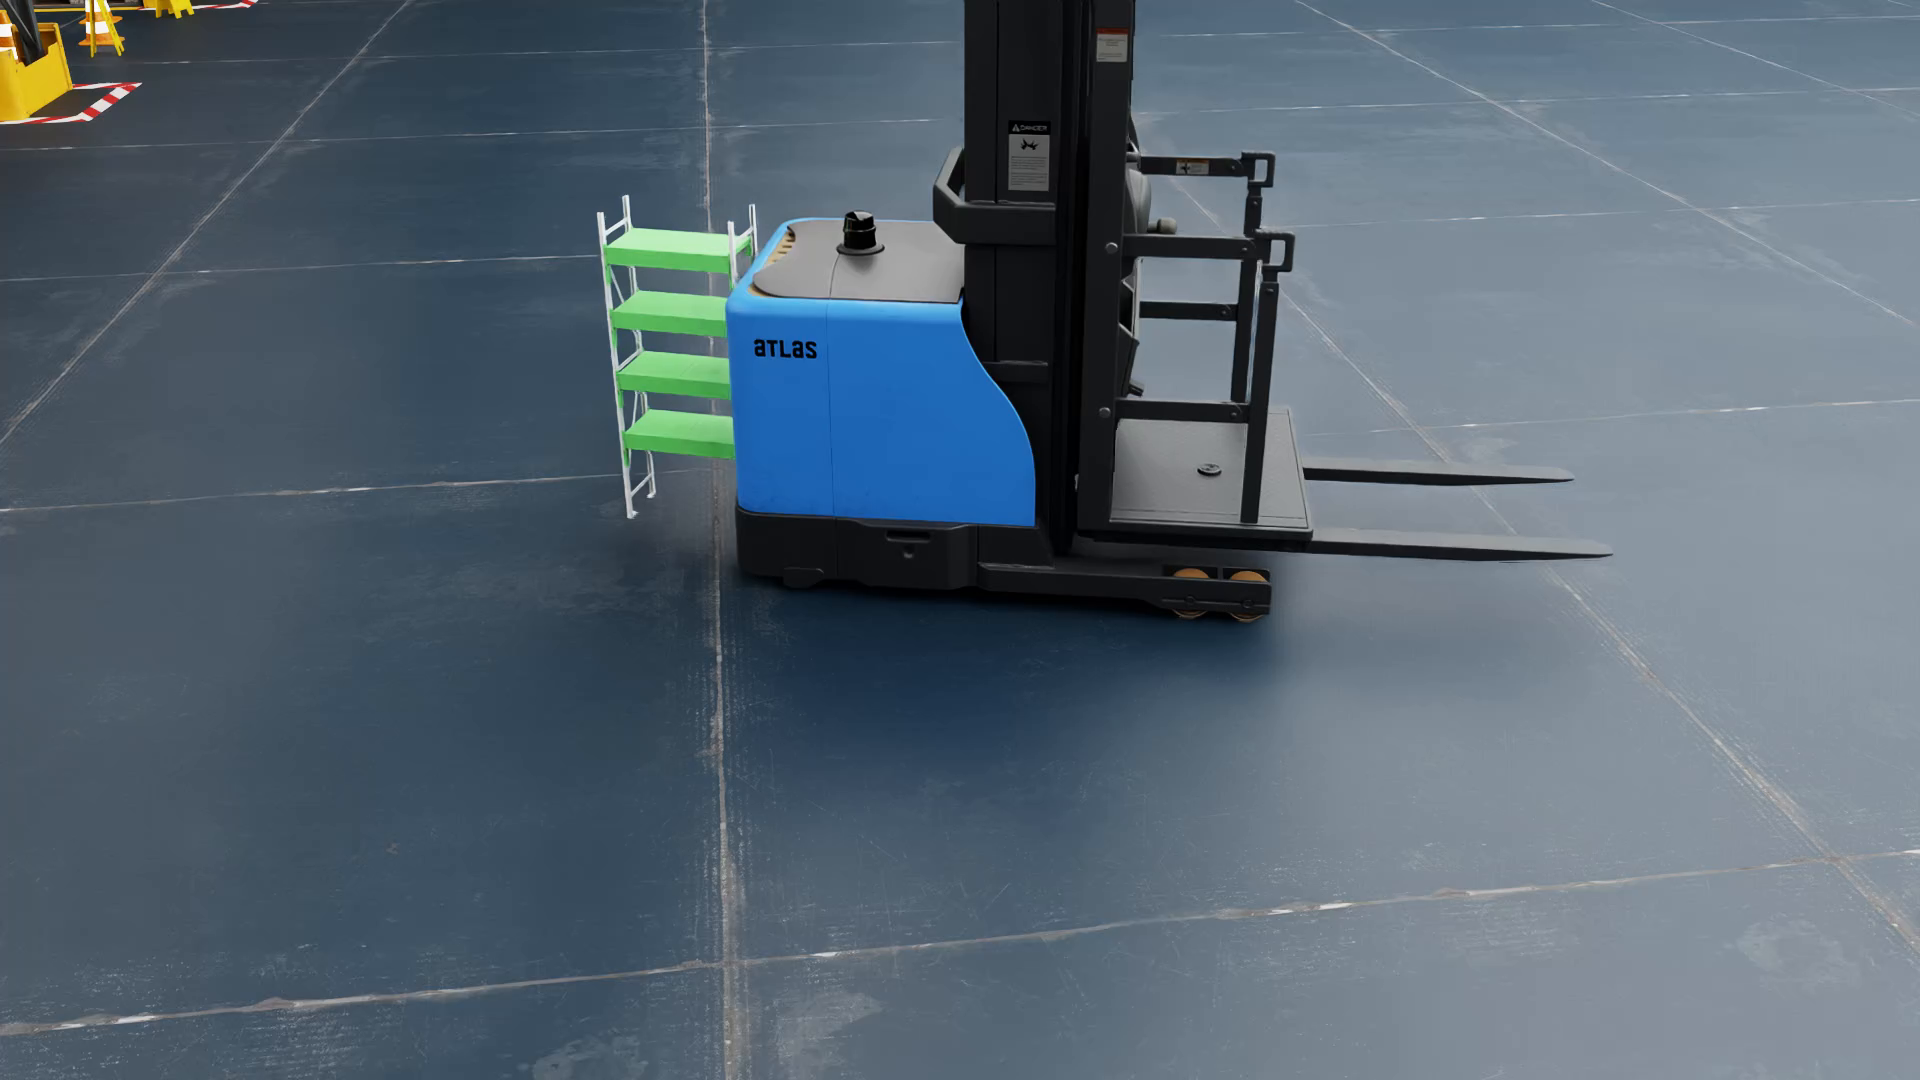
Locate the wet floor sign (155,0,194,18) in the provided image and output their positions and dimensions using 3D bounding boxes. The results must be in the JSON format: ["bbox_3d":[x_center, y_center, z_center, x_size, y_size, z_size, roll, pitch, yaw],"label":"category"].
[{"bbox_3d":[-7.651,-5.398,16.064,0.232,0.644,0.267,6,28,11],"label":"wet floor sign"}]

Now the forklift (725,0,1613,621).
[{"bbox_3d":[0.759,-1.283,5.540,3.031,2.935,1.130,3,27,5],"label":"forklift"}]

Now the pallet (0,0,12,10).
[{"bbox_3d":[-10.079,-5.560,16.855,1.213,0.211,1.003,-4,27,-7],"label":"pallet"}]

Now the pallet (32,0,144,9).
[{"bbox_3d":[-8.873,-5.636,17.003,1.213,0.211,1.003,-4,27,-7],"label":"pallet"}]

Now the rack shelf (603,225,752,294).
[{"bbox_3d":[-1.009,-1.014,6.001,0.480,0.148,0.258,6,28,12],"label":"rack shelf"}]

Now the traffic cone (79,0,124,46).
[{"bbox_3d":[-7.743,-4.698,14.899,0.334,0.463,0.336,-4,27,-7],"label":"traffic cone"}]

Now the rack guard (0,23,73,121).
[{"bbox_3d":[-7.175,-3.575,12.670,0.348,0.500,1.175,-4,27,-7],"label":"rack guard"}]

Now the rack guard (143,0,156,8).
[{"bbox_3d":[-8.064,-5.800,17.007,0.348,0.500,1.175,-4,27,-7],"label":"rack guard"}]

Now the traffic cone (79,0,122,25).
[{"bbox_3d":[-8.235,-5.178,15.835,0.334,0.463,0.336,-4,27,-7],"label":"traffic cone"}]

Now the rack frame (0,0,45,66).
[{"bbox_3d":[-7.199,-4.686,12.097,0.127,3.000,1.000,-4,27,-7],"label":"rack frame"}]

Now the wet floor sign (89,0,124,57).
[{"bbox_3d":[-7.446,-4.535,14.382,0.232,0.644,0.267,-8,28,-16],"label":"wet floor sign"}]

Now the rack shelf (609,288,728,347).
[{"bbox_3d":[-1.009,-0.801,6.110,0.480,0.148,0.258,6,28,12],"label":"rack shelf"}]

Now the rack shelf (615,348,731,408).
[{"bbox_3d":[-1.009,-0.587,6.219,0.480,0.148,0.258,6,28,12],"label":"rack shelf"}]

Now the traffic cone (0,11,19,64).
[{"bbox_3d":[-7.922,-4.165,13.861,0.334,0.463,0.336,-4,27,-7],"label":"traffic cone"}]

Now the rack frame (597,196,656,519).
[{"bbox_3d":[-1.246,-0.670,6.241,0.015,1.200,0.240,6,28,12],"label":"rack frame"}]

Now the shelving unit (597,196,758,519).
[{"bbox_3d":[-1.009,-0.644,6.190,0.503,1.200,0.258,6,28,12],"label":"shelving unit"}]

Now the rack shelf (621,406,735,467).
[{"bbox_3d":[-1.009,-0.373,6.328,0.480,0.148,0.258,6,28,12],"label":"rack shelf"}]

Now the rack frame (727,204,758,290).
[{"bbox_3d":[-0.772,-0.618,6.139,0.015,1.200,0.240,6,28,12],"label":"rack frame"}]
